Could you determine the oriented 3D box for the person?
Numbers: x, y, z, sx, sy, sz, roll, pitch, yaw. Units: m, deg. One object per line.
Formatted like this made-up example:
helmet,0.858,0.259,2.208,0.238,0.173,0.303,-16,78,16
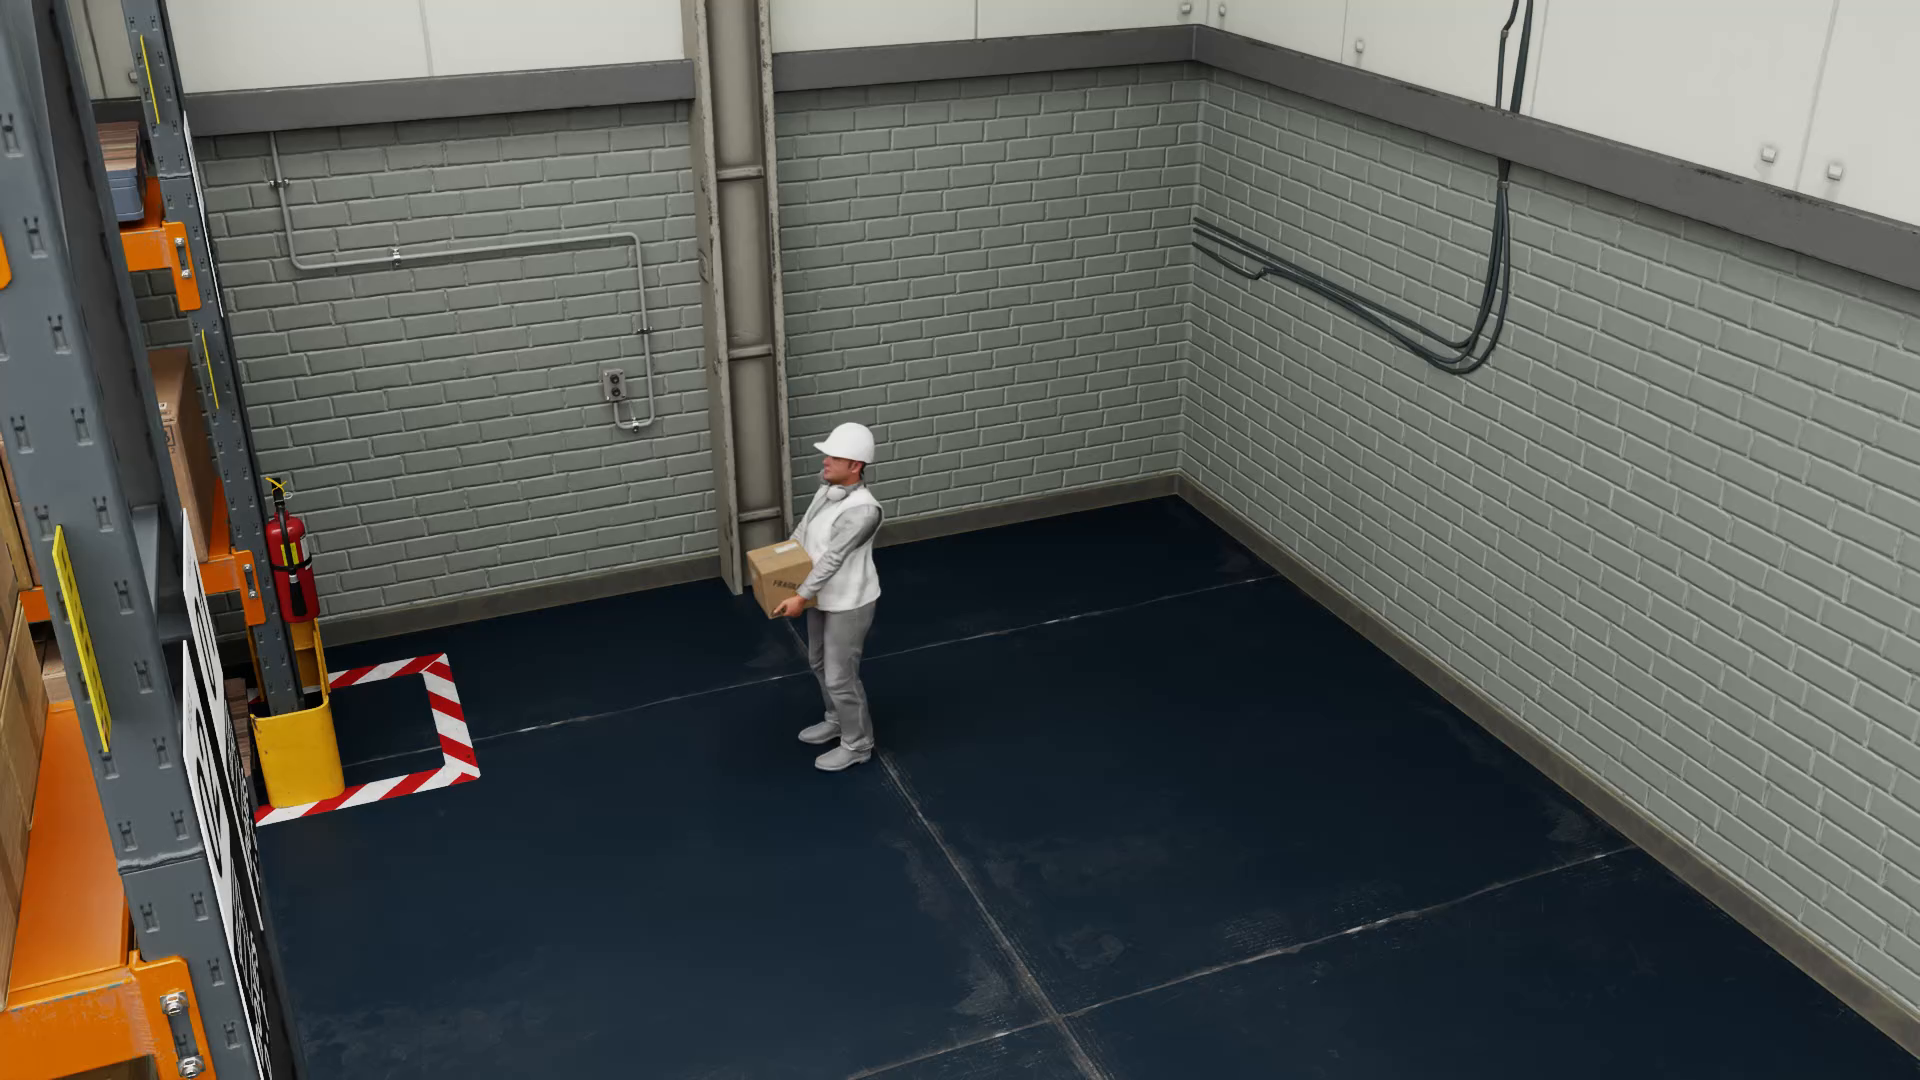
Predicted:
person,-0.653,0.270,8.021,0.540,1.773,0.510,-10,28,-20
